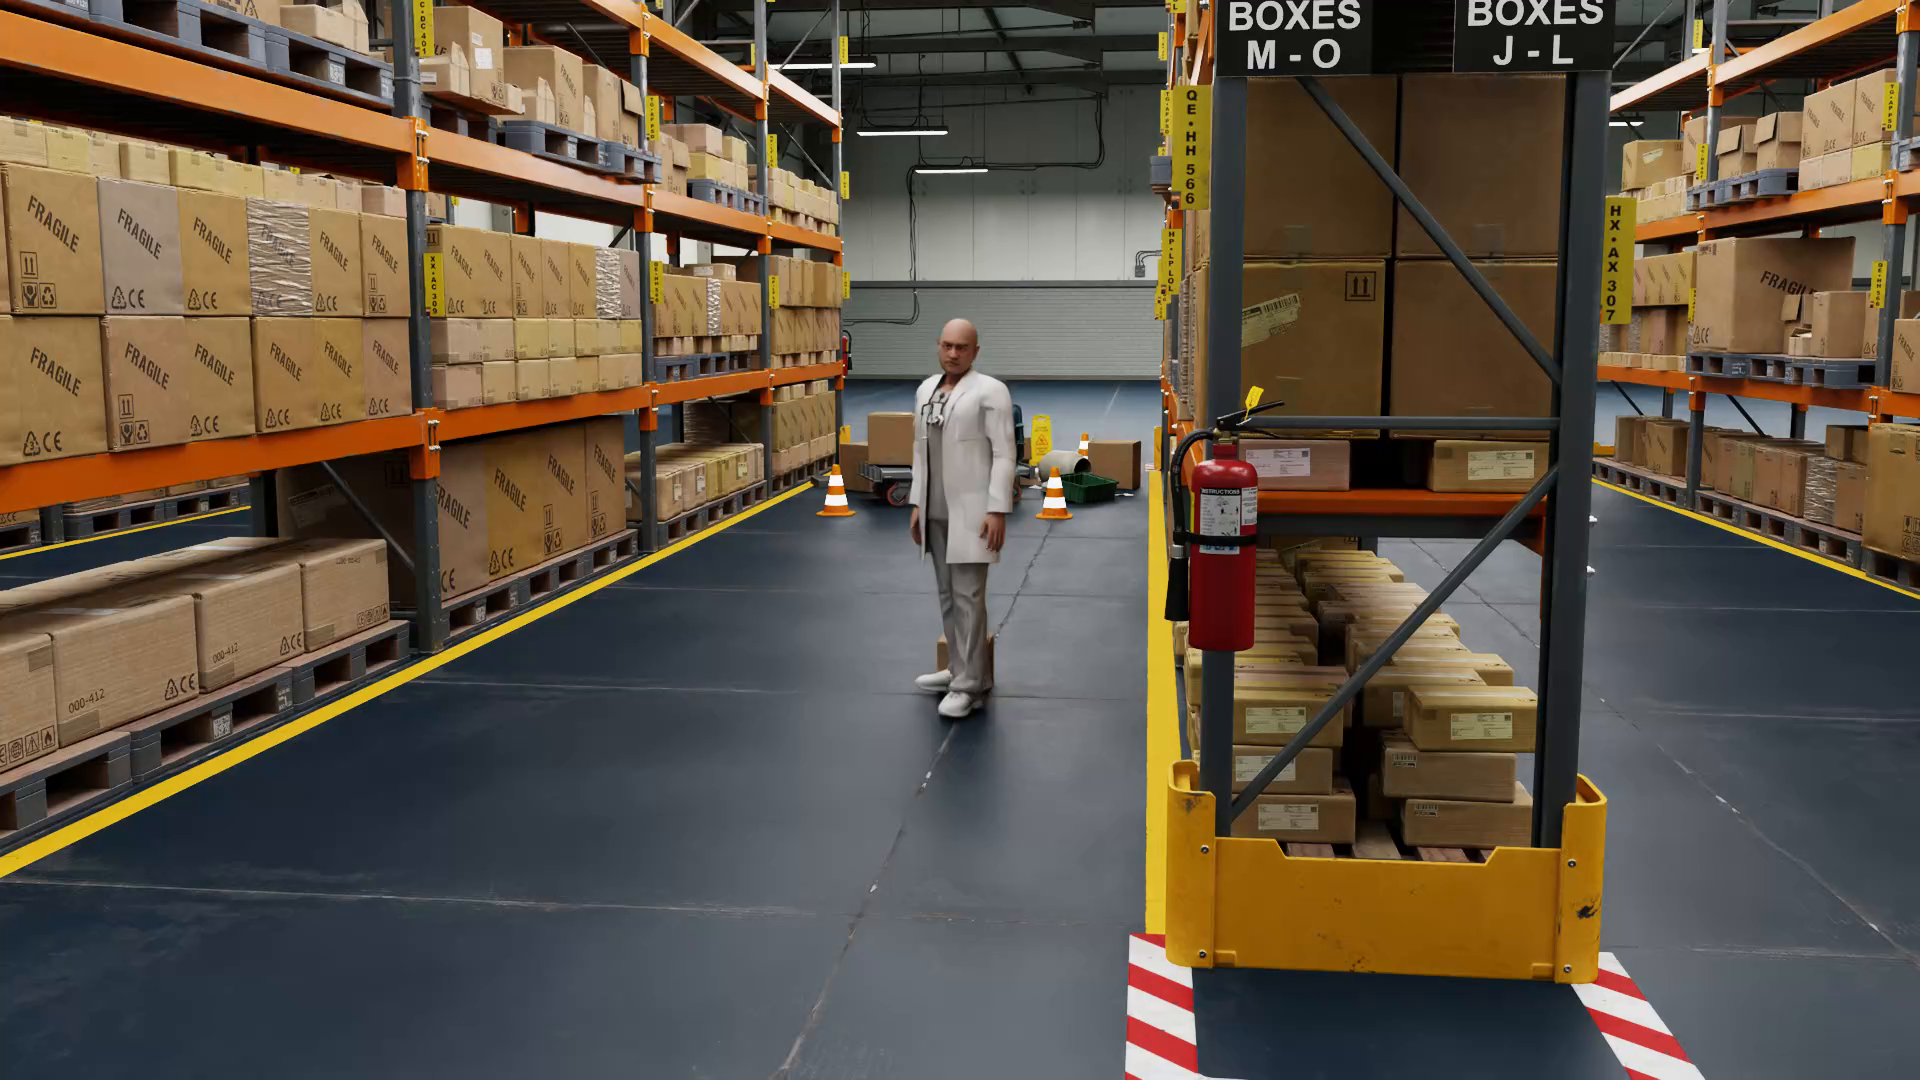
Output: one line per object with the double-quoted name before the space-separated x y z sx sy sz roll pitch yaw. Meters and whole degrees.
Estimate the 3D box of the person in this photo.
"person" -0.017 -0.121 7.648 0.585 1.780 0.600 -7 10 -43
